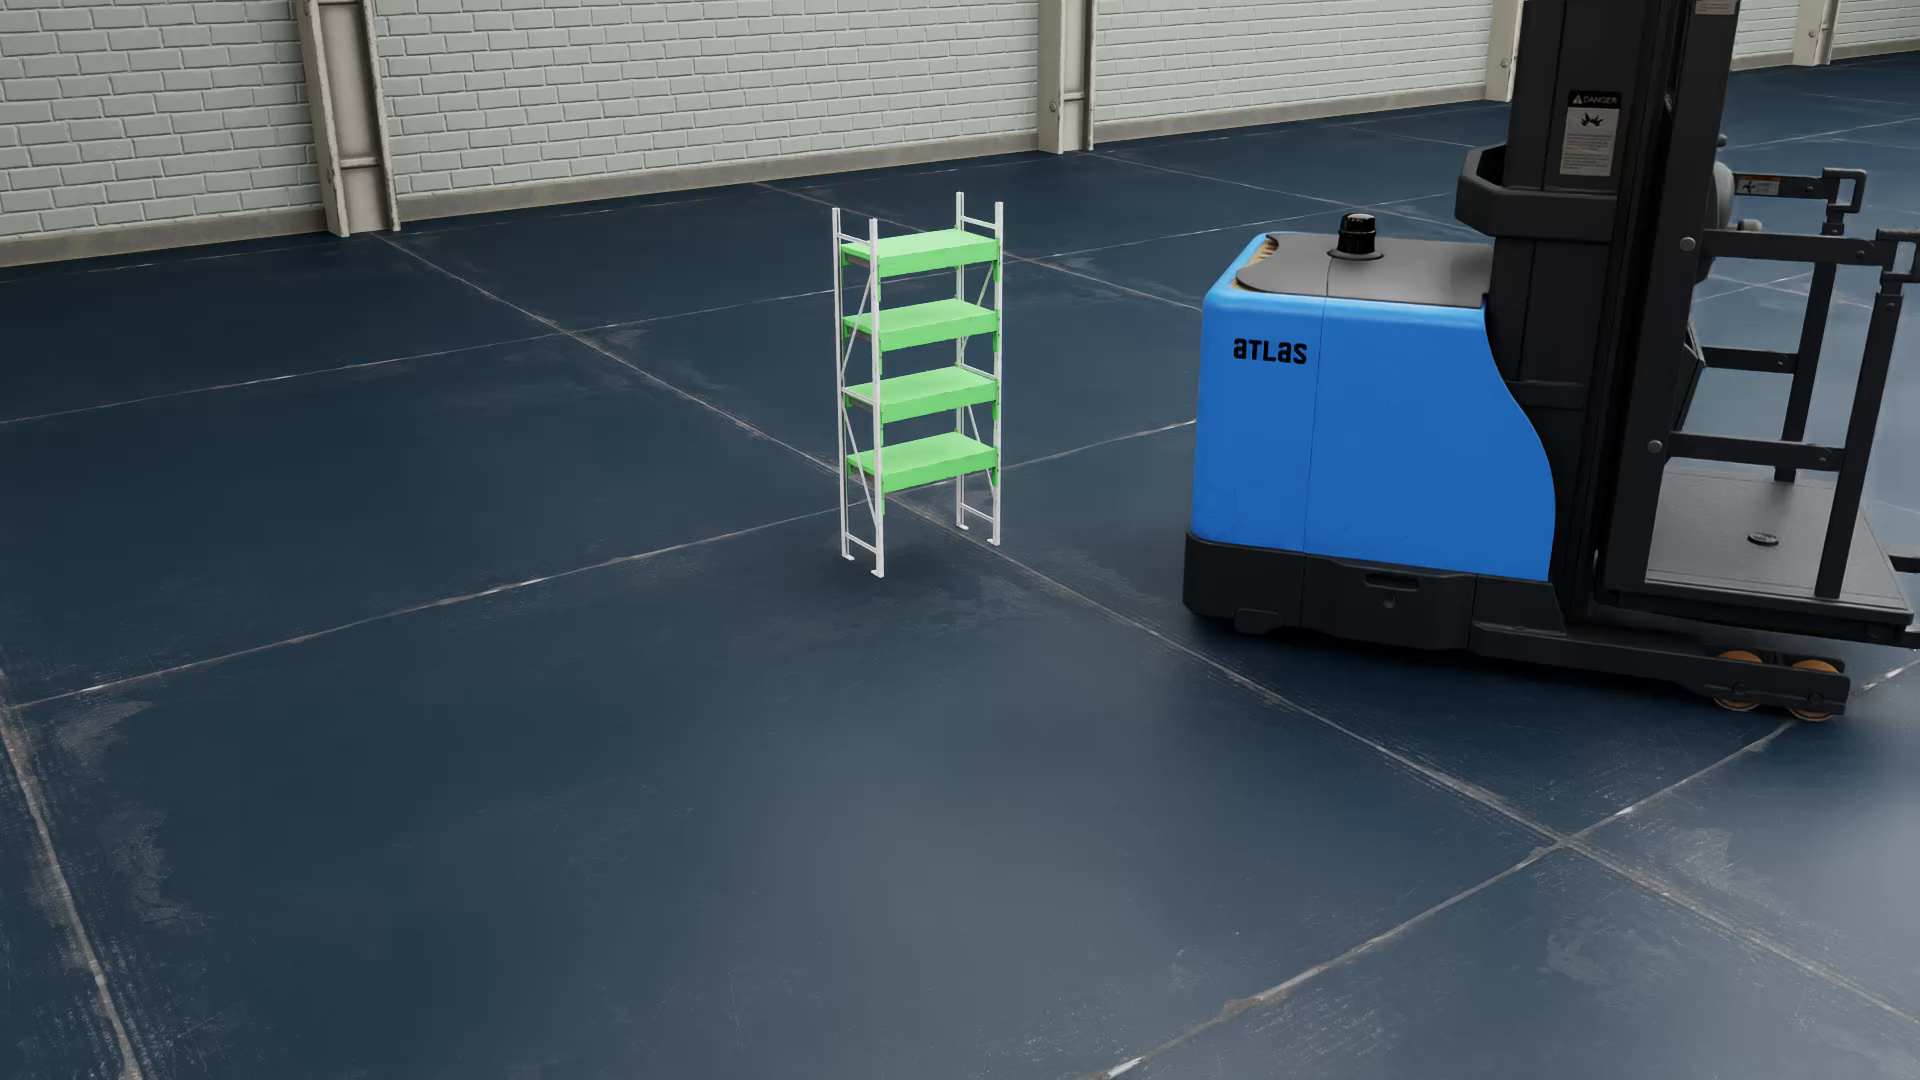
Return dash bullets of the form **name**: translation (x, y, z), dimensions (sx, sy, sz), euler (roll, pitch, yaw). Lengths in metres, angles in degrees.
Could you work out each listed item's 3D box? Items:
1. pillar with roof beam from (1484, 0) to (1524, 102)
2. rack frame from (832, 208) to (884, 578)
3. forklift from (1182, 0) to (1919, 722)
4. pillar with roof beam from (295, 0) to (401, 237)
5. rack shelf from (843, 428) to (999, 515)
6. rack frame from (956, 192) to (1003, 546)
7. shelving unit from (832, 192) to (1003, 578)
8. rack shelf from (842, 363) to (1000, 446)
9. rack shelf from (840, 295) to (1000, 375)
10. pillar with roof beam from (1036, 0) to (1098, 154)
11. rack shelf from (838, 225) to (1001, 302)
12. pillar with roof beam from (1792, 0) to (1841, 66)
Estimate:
- **pillar with roof beam**: translation (8.287, -7.547, 12.668), dimensions (0.400, 9.000, 9.100), euler (-15, 26, -33)
- **rack frame**: translation (-0.332, -0.469, 5.452), dimensions (0.015, 1.200, 0.240), euler (-15, 26, -33)
- **forklift**: translation (2.272, -1.078, 4.642), dimensions (3.031, 2.935, 1.130), euler (7, 23, 17)
- **pillar with roof beam**: translation (-1.454, -4.950, 6.159), dimensions (0.400, 9.000, 9.100), euler (-15, 26, -33)
- **rack shelf**: translation (-0.134, -0.239, 5.697), dimensions (0.480, 0.148, 0.258), euler (-15, 26, -33)
- **rack frame**: translation (0.064, -0.574, 5.717), dimensions (0.015, 1.200, 0.240), euler (-15, 26, -33)
- **shelving unit**: translation (-0.134, -0.521, 5.584), dimensions (0.503, 1.200, 0.258), euler (-15, 26, -33)
- **rack shelf**: translation (-0.134, -0.462, 5.608), dimensions (0.480, 0.148, 0.258), euler (-15, 26, -33)
- **rack shelf**: translation (-0.134, -0.685, 5.519), dimensions (0.480, 0.148, 0.258), euler (-15, 26, -33)
- **pillar with roof beam**: translation (3.416, -6.249, 9.414), dimensions (0.400, 9.000, 9.100), euler (-15, 26, -33)
- **rack shelf**: translation (-0.134, -0.908, 5.430), dimensions (0.480, 0.148, 0.258), euler (-15, 26, -33)
- **pillar with roof beam**: translation (13.157, -8.846, 15.923), dimensions (0.400, 9.000, 9.100), euler (-15, 26, -33)
